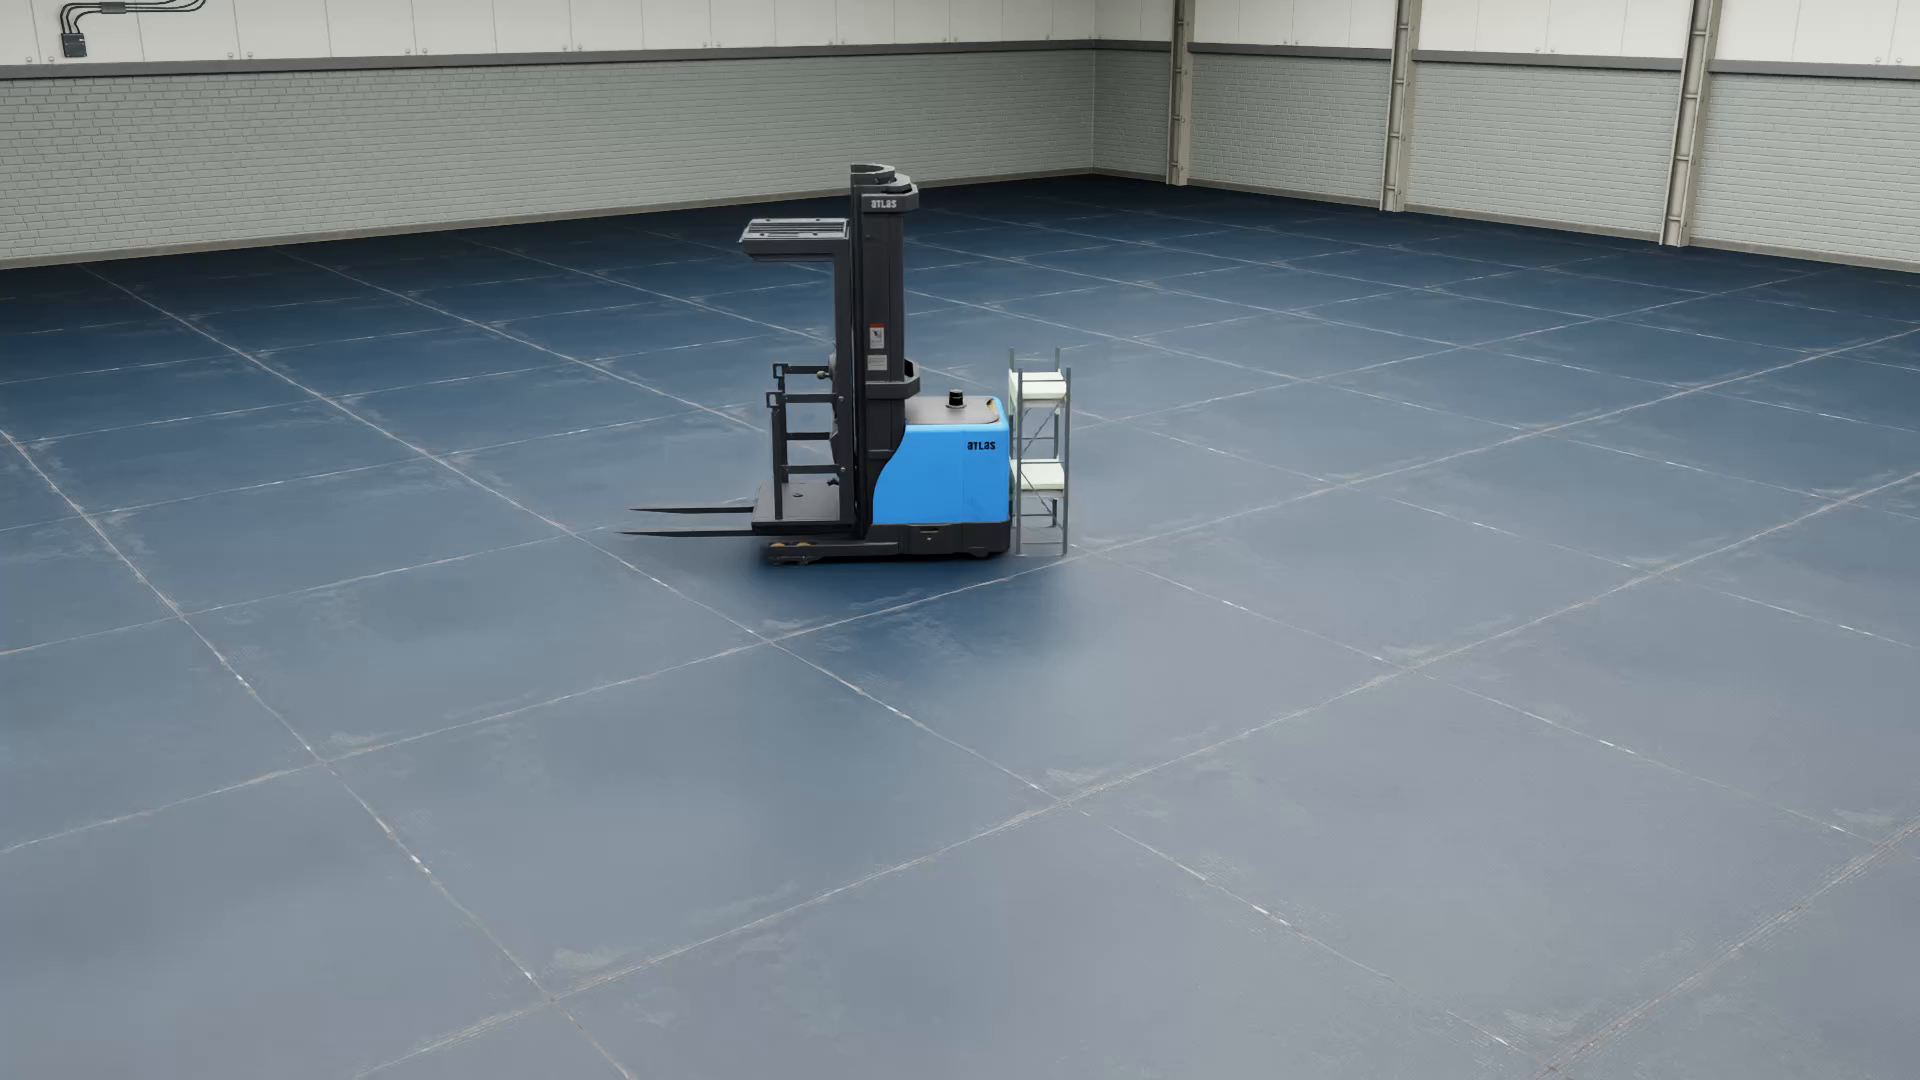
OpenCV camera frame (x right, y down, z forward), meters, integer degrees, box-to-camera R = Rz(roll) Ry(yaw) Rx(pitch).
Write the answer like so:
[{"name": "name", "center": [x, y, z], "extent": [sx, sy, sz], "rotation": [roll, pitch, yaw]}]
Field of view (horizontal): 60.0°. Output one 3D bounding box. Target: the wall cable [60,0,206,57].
[{"name": "wall cable", "center": [-13.111, -10.646, 25.788], "extent": [2.305, 6.003, 0.169], "rotation": [-14, 23, -36]}]

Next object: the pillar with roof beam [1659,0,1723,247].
[{"name": "pillar with roof beam", "center": [8.999, -8.550, 24.867], "extent": [9.100, 9.000, 0.400], "rotation": [-14, 23, -36]}]

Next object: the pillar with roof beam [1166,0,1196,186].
[{"name": "pillar with roof beam", "center": [1.548, -11.507, 33.796], "extent": [9.100, 9.000, 0.400], "rotation": [-14, 23, -36]}]

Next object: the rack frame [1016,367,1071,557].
[{"name": "rack frame", "center": [0.637, -0.588, 12.753], "extent": [0.400, 1.500, 0.023], "rotation": [-1, 18, -3]}]

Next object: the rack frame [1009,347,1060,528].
[{"name": "rack frame", "center": [0.596, -0.818, 13.447], "extent": [0.400, 1.500, 0.023], "rotation": [-1, 18, -3]}]

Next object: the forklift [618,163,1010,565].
[{"name": "forklift", "center": [-1.145, -1.371, 12.841], "extent": [3.031, 2.935, 1.130], "rotation": [-1, 18, -3]}]

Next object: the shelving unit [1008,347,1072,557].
[{"name": "shelving unit", "center": [0.616, -0.703, 13.100], "extent": [0.431, 1.500, 0.755], "rotation": [-1, 18, -3]}]

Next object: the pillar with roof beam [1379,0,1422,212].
[{"name": "pillar with roof beam", "center": [5.274, -10.028, 29.332], "extent": [9.100, 9.000, 0.400], "rotation": [-14, 23, -36]}]

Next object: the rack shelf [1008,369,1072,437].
[{"name": "rack shelf", "center": [0.616, -1.074, 12.977], "extent": [0.431, 0.370, 0.720], "rotation": [-1, 18, -3]}]

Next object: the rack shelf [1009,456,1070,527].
[{"name": "rack shelf", "center": [0.616, -0.394, 13.203], "extent": [0.431, 0.370, 0.720], "rotation": [-1, 18, -3]}]
